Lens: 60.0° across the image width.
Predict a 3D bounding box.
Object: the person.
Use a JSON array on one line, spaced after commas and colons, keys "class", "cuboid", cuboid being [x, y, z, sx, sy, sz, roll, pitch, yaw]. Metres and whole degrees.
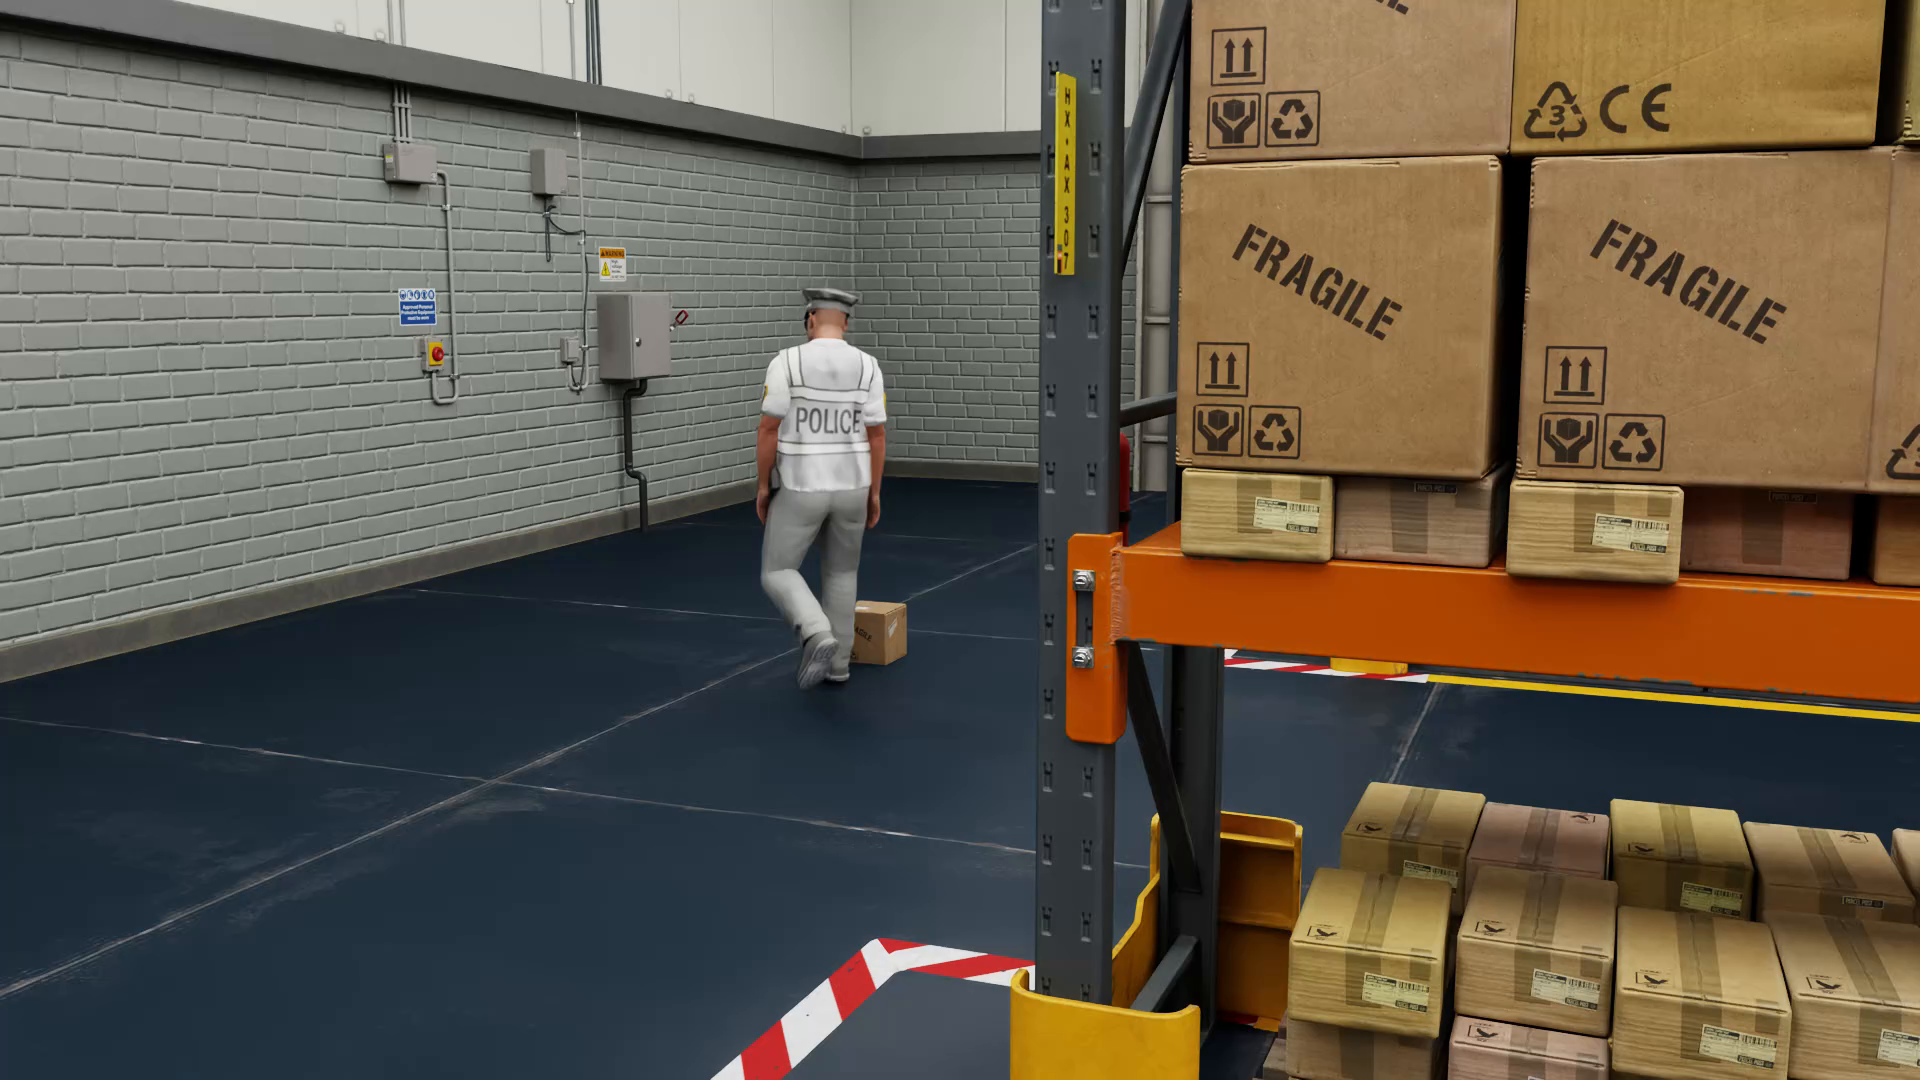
[{"class": "person", "cuboid": [-0.593, -0.213, 7.161, 0.559, 1.725, 0.743, -4, 9, -22]}]
